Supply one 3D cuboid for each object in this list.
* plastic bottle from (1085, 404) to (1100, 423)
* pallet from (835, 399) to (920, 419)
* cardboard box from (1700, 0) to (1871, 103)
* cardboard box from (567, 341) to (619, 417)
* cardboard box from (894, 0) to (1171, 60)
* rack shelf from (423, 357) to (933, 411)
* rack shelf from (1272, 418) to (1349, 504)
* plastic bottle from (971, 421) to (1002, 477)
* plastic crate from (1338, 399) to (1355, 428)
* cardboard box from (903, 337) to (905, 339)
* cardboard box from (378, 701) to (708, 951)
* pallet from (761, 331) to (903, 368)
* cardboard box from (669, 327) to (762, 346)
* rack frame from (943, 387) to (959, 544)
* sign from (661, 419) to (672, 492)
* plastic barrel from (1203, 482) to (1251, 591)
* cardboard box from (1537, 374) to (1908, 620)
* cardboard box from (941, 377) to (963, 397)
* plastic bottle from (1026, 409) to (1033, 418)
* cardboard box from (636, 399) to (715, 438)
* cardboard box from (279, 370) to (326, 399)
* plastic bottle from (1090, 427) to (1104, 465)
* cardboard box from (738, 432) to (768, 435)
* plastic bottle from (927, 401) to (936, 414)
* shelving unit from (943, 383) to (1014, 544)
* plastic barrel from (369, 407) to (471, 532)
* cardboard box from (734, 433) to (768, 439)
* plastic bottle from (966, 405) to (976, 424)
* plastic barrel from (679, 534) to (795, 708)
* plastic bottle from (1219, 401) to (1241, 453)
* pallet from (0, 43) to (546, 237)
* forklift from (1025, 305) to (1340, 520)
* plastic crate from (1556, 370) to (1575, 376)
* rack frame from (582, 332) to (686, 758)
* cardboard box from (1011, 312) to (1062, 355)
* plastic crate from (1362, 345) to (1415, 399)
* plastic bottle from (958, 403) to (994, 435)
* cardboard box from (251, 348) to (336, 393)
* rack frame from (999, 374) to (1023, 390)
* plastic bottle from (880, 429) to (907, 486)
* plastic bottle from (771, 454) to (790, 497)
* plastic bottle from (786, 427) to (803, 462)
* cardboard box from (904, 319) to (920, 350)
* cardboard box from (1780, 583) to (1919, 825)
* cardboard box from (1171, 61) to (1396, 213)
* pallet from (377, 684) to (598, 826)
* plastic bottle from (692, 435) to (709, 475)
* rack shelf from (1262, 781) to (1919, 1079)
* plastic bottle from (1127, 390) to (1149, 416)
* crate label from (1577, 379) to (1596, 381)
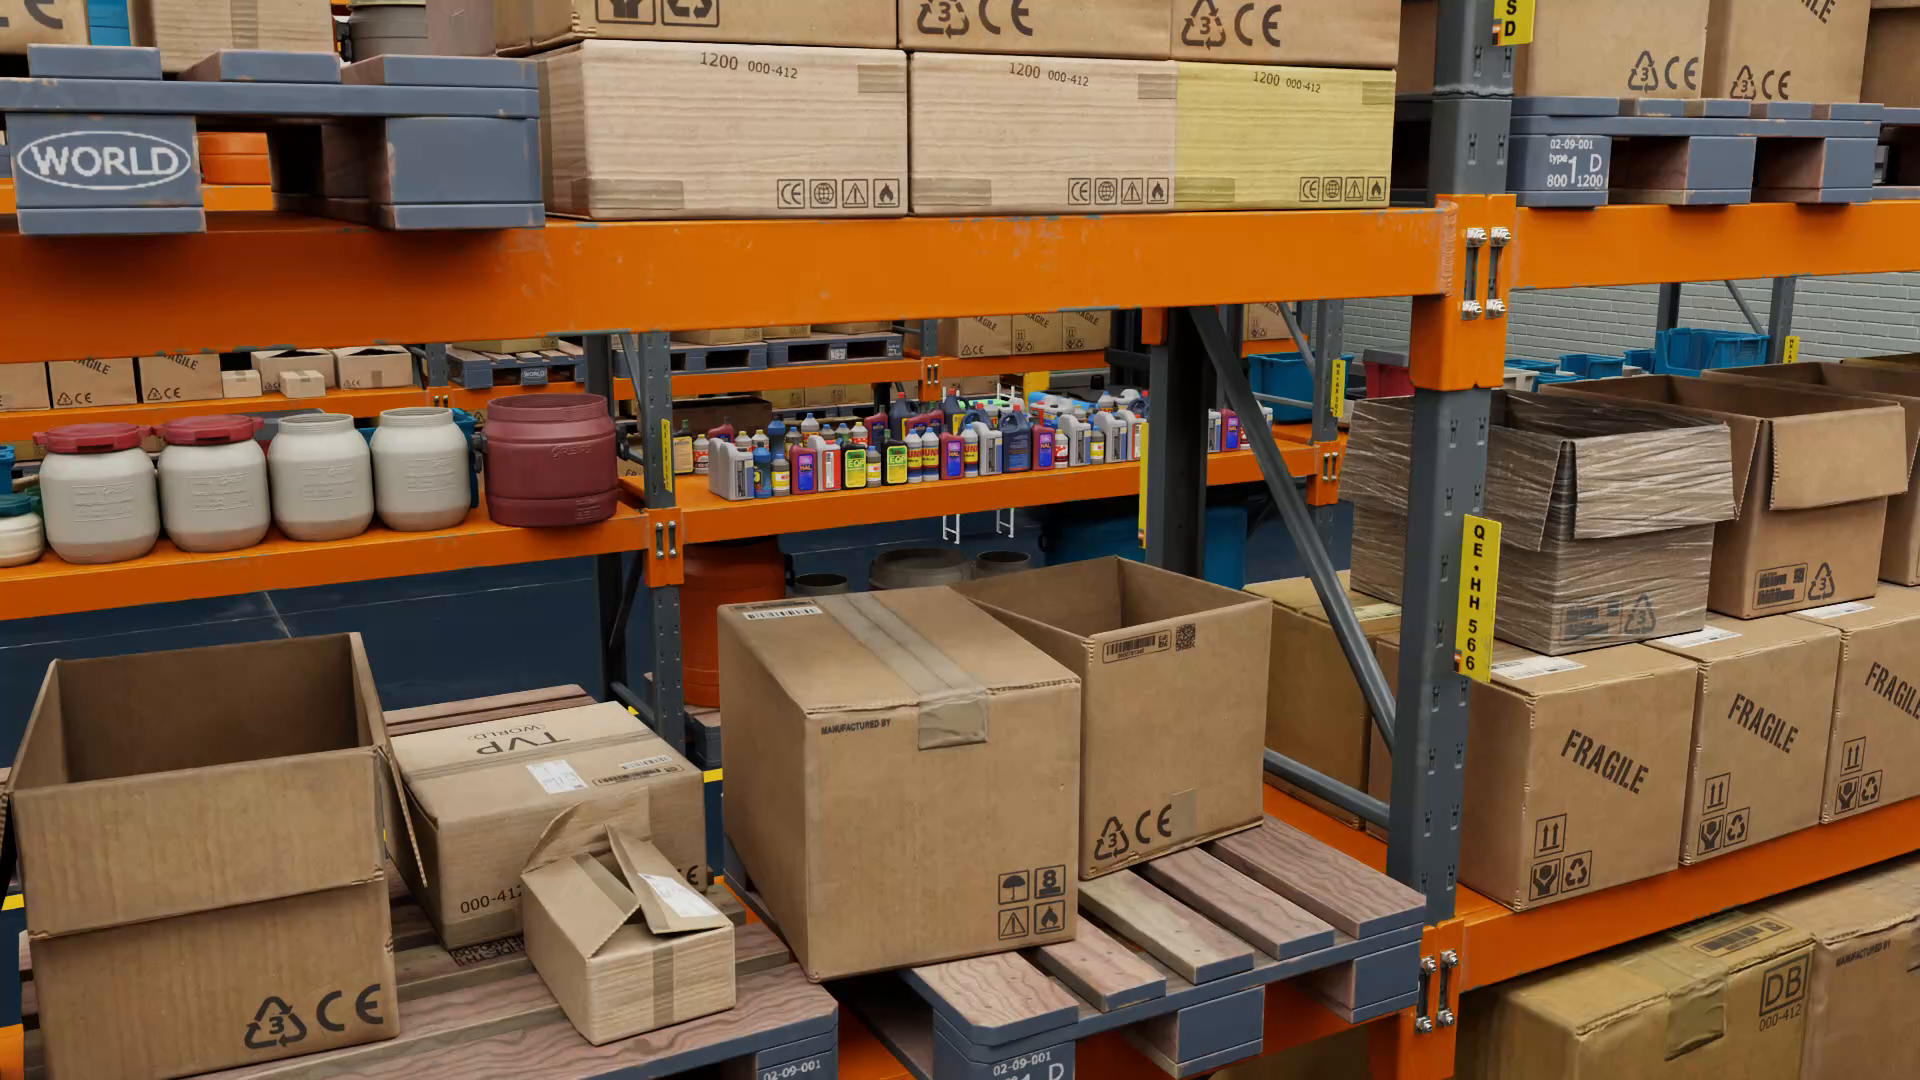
[{"bbox_3d":[0.784,-0.708,9.877,0.097,0.201,0.097,0,13,0],"label":"plastic bottle"},{"bbox_3d":[-1.076,-1.579,19.646,1.213,0.211,1.003,-7,14,-28],"label":"pallet"},{"bbox_3d":[1.973,-1.364,4.321,0.500,0.500,0.500,-6,14,-25],"label":"cardboard box"},{"bbox_3d":[-4.140,-1.714,17.833,0.750,0.750,0.750,-6,14,-26],"label":"cardboard box"},{"bbox_3d":[0.013,-1.063,2.801,0.500,0.500,0.500,-7,14,-28],"label":"cardboard box"},{"bbox_3d":[-2.231,-1.230,13.381,4.000,0.370,1.077,-7,14,-28],"label":"rack shelf"},{"bbox_3d":[3.650,-0.696,11.007,4.000,0.370,1.077,-7,14,-28],"label":"rack shelf"},{"bbox_3d":[0.135,-0.484,8.711,0.135,0.276,0.152,-7,14,-28],"label":"plastic bottle"},{"bbox_3d":[2.371,-0.758,10.111,0.243,0.136,0.396,-7,14,-28],"label":"plastic crate"},{"bbox_3d":[-0.559,-2.347,19.966,0.250,0.149,0.380,-7,14,-27],"label":"cardboard box"},{"bbox_3d":[-0.825,0.539,3.266,0.500,0.250,0.500,-7,15,-29],"label":"cardboard box"},{"bbox_3d":[-1.230,-1.635,13.978,1.213,0.211,1.003,-7,14,-28],"label":"pallet"},{"bbox_3d":[-1.997,-1.847,13.301,0.500,0.500,0.700,-12,17,-42],"label":"cardboard box"},{"bbox_3d":[-0.069,-0.577,12.941,0.015,1.200,0.240,-7,14,-28],"label":"rack frame"},{"bbox_3d":[-1.347,-0.390,7.638,0.005,0.325,0.100,-7,14,-28],"label":"sign"},{"bbox_3d":[1.408,0.037,9.938,0.708,0.901,0.600,-7,14,-28],"label":"plastic barrel"},{"bbox_3d":[1.979,-0.141,4.391,0.637,0.503,0.797,-6,14,-27],"label":"cardboard box"},{"bbox_3d":[-0.347,-2.006,19.928,0.500,0.500,0.700,-7,14,-28],"label":"cardboard box"},{"bbox_3d":[0.378,-0.660,9.661,0.097,0.201,0.097,0,13,0],"label":"plastic bottle"},{"bbox_3d":[-2.335,-0.990,13.660,0.500,0.250,0.500,-7,15,-29],"label":"cardboard box"},{"bbox_3d":[-4.644,-1.100,11.737,0.250,0.149,0.380,-7,14,-28],"label":"cardboard box"},{"bbox_3d":[0.733,-0.512,9.007,0.097,0.201,0.097,0,13,0],"label":"plastic bottle"},{"bbox_3d":[-1.922,-0.673,13.959,0.500,0.500,0.500,-7,14,-27],"label":"cardboard box"},{"bbox_3d":[-0.184,-0.637,9.374,0.133,0.283,0.061,-7,14,-28],"label":"plastic bottle"},{"bbox_3d":[0.145,-0.603,13.055,0.503,1.200,0.258,-7,14,-28],"label":"shelving unit"},{"bbox_3d":[-2.417,-0.321,7.447,0.421,0.512,0.421,0,13,0],"label":"plastic barrel"},{"bbox_3d":[-1.650,-0.576,13.529,0.500,0.500,0.500,-7,14,-27],"label":"cardboard box"},{"bbox_3d":[0.072,-0.621,9.331,0.097,0.271,0.097,0,13,0],"label":"plastic bottle"},{"bbox_3d":[-1.196,0.384,8.559,0.708,0.830,0.600,-7,14,-28],"label":"plastic barrel"},{"bbox_3d":[1.522,-0.642,9.398,0.133,0.283,0.061,-7,14,-28],"label":"plastic bottle"},{"bbox_3d":[-1.253,-0.566,2.388,1.003,0.211,1.213,-7,14,-28],"label":"pallet"},{"bbox_3d":[2.074,-1.675,13.878,3.031,2.935,1.130,-7,15,-29],"label":"forklift"},{"bbox_3d":[4.114,-1.106,11.656,0.298,0.136,0.250,-7,14,-28],"label":"plastic crate"},{"bbox_3d":[-1.617,-0.415,8.123,0.127,3.000,1.000,-7,14,-28],"label":"rack frame"},{"bbox_3d":[0.550,-1.896,14.473,0.500,0.500,0.500,-7,14,-27],"label":"cardboard box"},{"bbox_3d":[2.798,-0.942,10.182,0.583,0.464,0.402,-7,14,-28],"label":"plastic crate"},{"bbox_3d":[0.086,-0.552,8.841,0.185,0.351,0.144,-7,14,-28],"label":"plastic bottle"},{"bbox_3d":[-4.865,-1.270,12.124,0.500,0.311,0.500,-7,14,-29],"label":"cardboard box"},{"bbox_3d":[0.658,-3.166,20.346,0.127,3.000,1.000,-7,14,-28],"label":"rack frame"},{"bbox_3d":[-0.334,-0.420,8.409,0.133,0.283,0.061,-7,14,-28],"label":"plastic bottle"},{"bbox_3d":[-0.882,-0.319,8.147,0.097,0.201,0.097,0,13,0],"label":"plastic bottle"},{"bbox_3d":[-0.897,-0.507,8.982,0.097,0.201,0.097,0,13,0],"label":"plastic bottle"},{"bbox_3d":[-0.160,-1.942,14.679,0.500,0.500,0.500,-7,14,-27],"label":"cardboard box"},{"bbox_3d":[2.213,0.382,4.351,0.500,0.500,0.500,-7,15,-29],"label":"cardboard box"},{"bbox_3d":[0.457,-0.754,3.137,0.500,0.250,0.500,-7,14,-28],"label":"cardboard box"},{"bbox_3d":[-2.315,1.019,8.101,1.213,0.211,1.003,-7,14,-28],"label":"pallet"},{"bbox_3d":[-1.356,-0.452,8.738,0.097,0.201,0.097,0,13,0],"label":"plastic bottle"},{"bbox_3d":[2.512,0.680,4.896,4.000,0.370,1.077,-7,14,-28],"label":"rack shelf"},{"bbox_3d":[1.013,-0.661,9.326,0.185,0.351,0.144,-7,14,-28],"label":"plastic bottle"},{"bbox_3d":[4.282,-0.975,11.075,0.243,0.136,0.396,-7,14,-28],"label":"crate label"}]
